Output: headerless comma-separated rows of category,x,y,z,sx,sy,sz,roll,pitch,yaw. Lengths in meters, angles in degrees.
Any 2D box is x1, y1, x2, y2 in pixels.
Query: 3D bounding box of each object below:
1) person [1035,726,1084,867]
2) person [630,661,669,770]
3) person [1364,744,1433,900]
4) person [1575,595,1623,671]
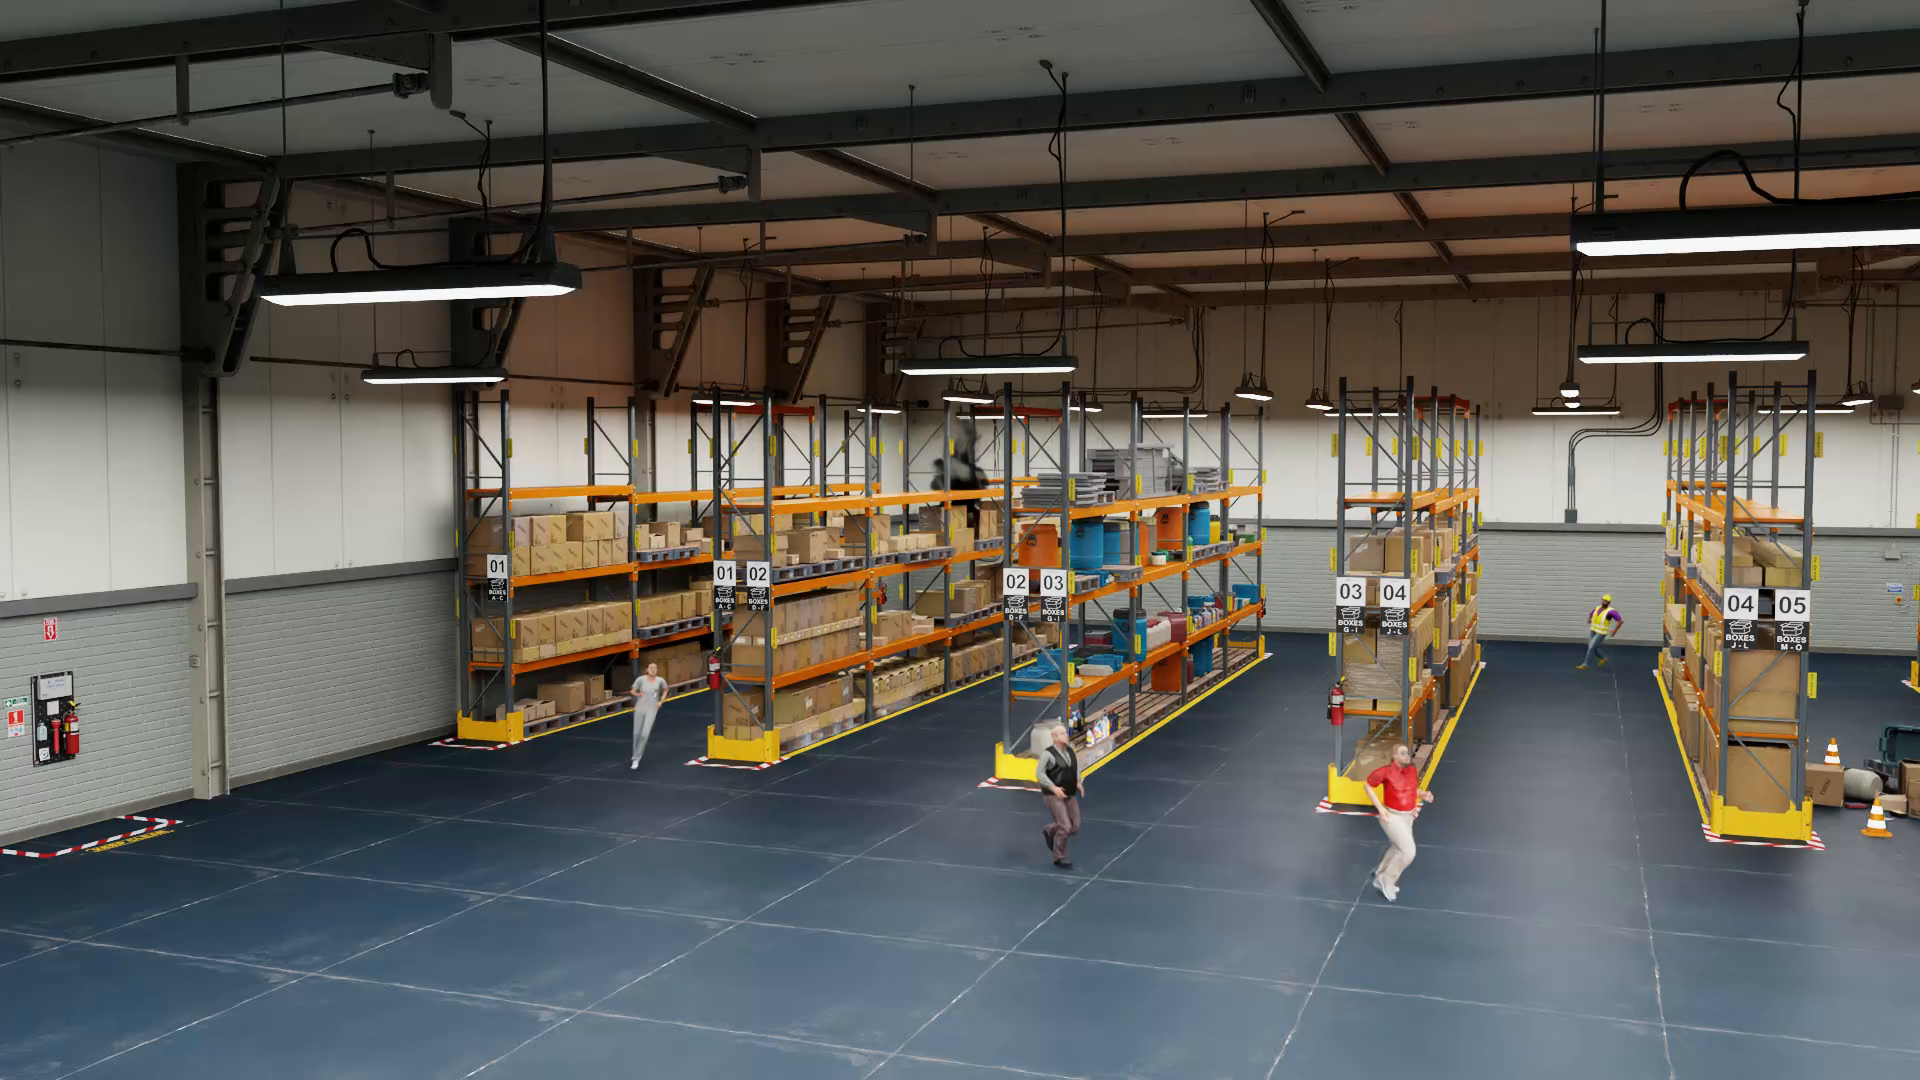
person,1.170,3.061,19.999,0.705,1.678,0.614,-3,4,-42
person,-4.918,2.731,26.269,0.588,1.680,0.775,0,3,-3
person,4.919,3.142,18.522,0.631,1.755,0.709,-3,4,-38
person,14.283,2.078,37.264,0.935,1.714,0.760,-1,3,-19
